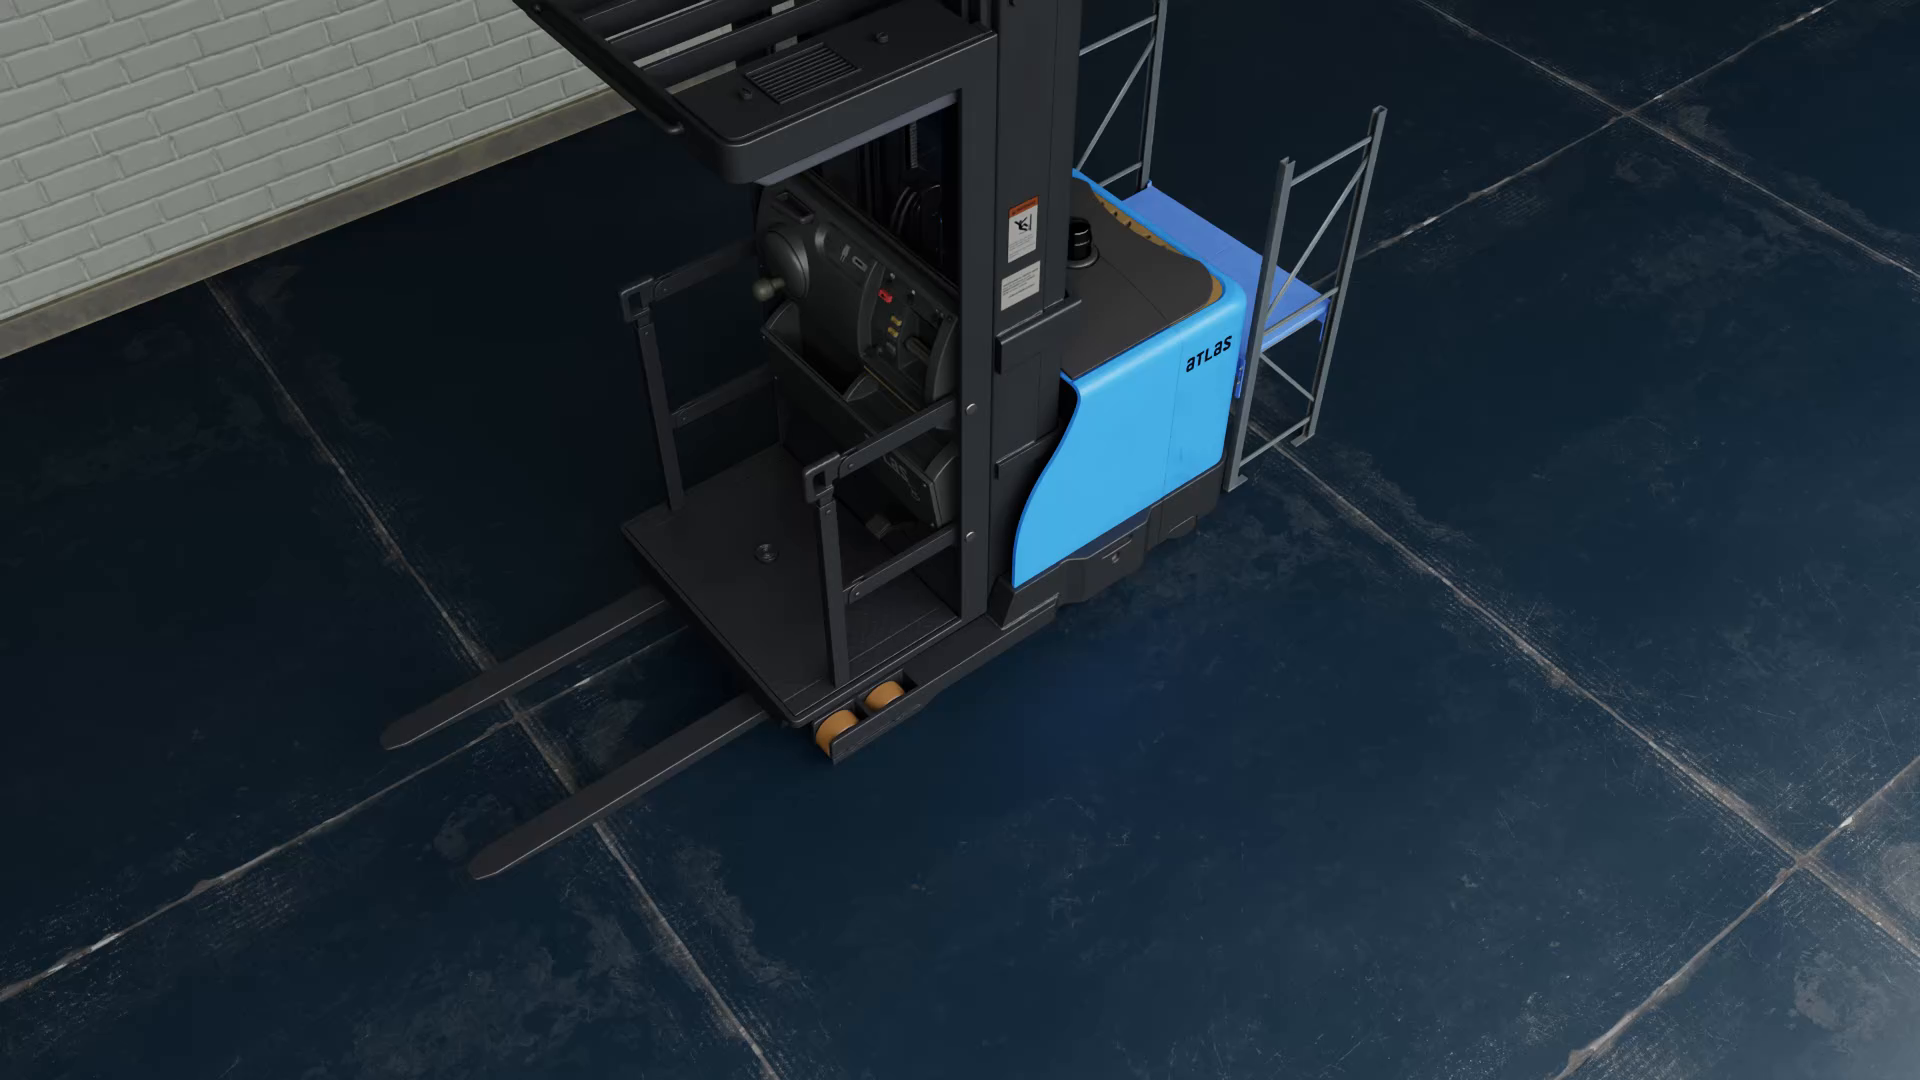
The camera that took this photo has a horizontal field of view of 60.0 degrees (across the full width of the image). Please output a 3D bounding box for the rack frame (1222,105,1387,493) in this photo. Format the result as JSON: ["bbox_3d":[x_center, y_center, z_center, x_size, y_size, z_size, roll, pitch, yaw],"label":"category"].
[{"bbox_3d":[1.217,-0.815,5.974,0.500,1.500,0.032,-32,55,-26],"label":"rack frame"}]

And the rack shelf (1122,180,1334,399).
[{"bbox_3d":[0.886,-0.980,6.367,0.538,0.185,1.000,-32,55,-26],"label":"rack shelf"}]

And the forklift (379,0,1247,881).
[{"bbox_3d":[-0.487,-0.698,4.904,3.031,2.935,1.130,-30,55,-25],"label":"forklift"}]

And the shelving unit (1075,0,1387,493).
[{"bbox_3d":[0.887,-1.101,6.234,0.538,1.500,1.048,-32,55,-26],"label":"shelving unit"}]

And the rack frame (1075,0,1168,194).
[{"bbox_3d":[0.556,-1.388,6.493,0.500,1.500,0.032,-32,55,-26],"label":"rack frame"}]
